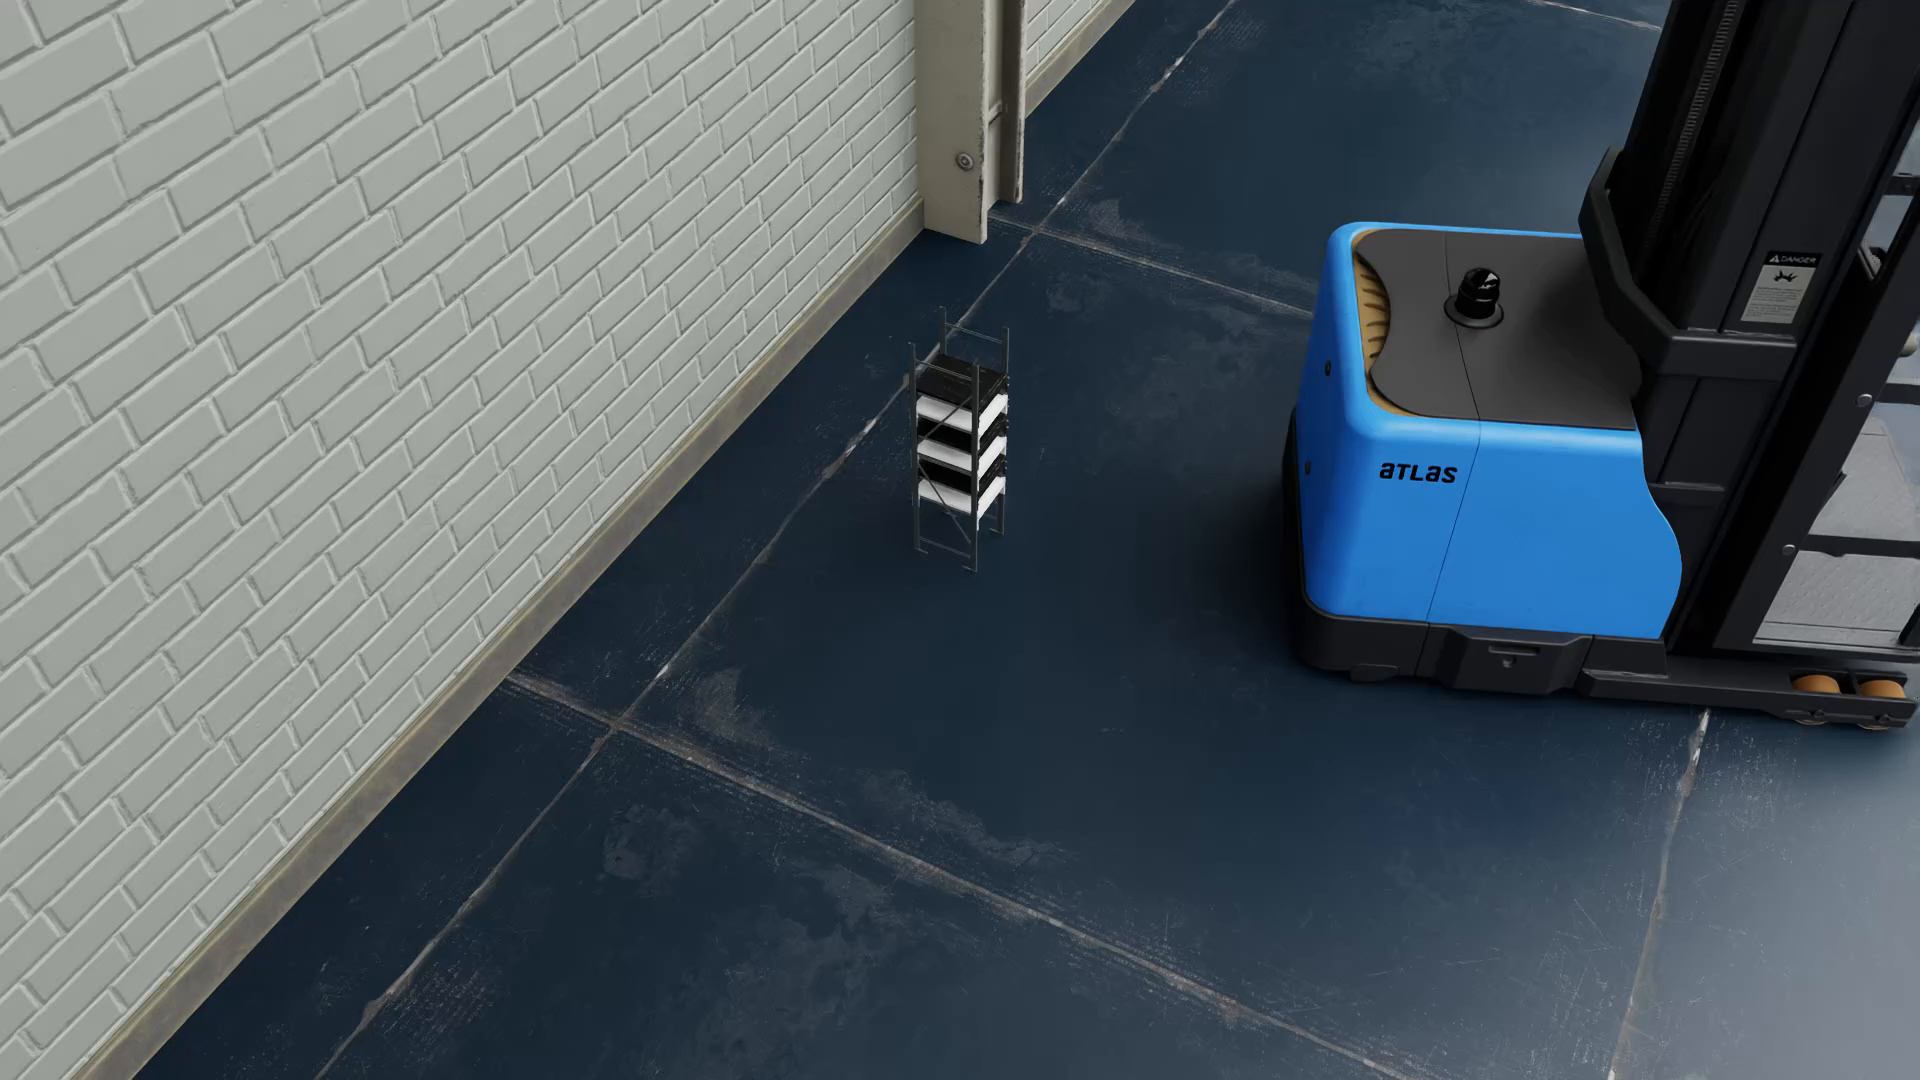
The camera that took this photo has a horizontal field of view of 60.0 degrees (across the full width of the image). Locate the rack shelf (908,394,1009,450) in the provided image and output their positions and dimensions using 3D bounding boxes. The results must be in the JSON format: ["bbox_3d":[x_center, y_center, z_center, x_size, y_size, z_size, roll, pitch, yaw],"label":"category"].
[{"bbox_3d":[-0.004,-0.414,5.321,0.258,0.077,0.200,20,49,19],"label":"rack shelf"}]

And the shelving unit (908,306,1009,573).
[{"bbox_3d":[-0.004,-0.311,5.425,0.258,0.900,0.210,20,49,19],"label":"shelving unit"}]

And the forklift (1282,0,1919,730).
[{"bbox_3d":[2.610,-0.841,4.520,3.031,2.935,1.130,4,45,4],"label":"forklift"}]

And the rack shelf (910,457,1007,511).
[{"bbox_3d":[-0.004,-0.225,5.513,0.258,0.077,0.200,20,49,19],"label":"rack shelf"}]

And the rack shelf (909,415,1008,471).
[{"bbox_3d":[-0.004,-0.351,5.385,0.258,0.077,0.200,20,49,19],"label":"rack shelf"}]

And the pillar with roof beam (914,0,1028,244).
[{"bbox_3d":[3.858,-3.156,2.543,9.100,9.000,0.400,20,49,19],"label":"pillar with roof beam"}]

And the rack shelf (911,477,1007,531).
[{"bbox_3d":[-0.004,-0.161,5.577,0.258,0.077,0.200,20,49,19],"label":"rack shelf"}]

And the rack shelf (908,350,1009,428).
[{"bbox_3d":[-0.004,-0.478,5.257,0.258,0.077,0.200,20,49,19],"label":"rack shelf"}]

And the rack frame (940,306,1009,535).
[{"bbox_3d":[0.043,-0.375,5.488,0.240,0.900,0.006,20,49,19],"label":"rack frame"}]

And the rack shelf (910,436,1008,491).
[{"bbox_3d":[-0.004,-0.288,5.449,0.258,0.077,0.200,20,49,19],"label":"rack shelf"}]

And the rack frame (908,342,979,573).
[{"bbox_3d":[-0.051,-0.247,5.362,0.240,0.900,0.006,20,49,19],"label":"rack frame"}]
